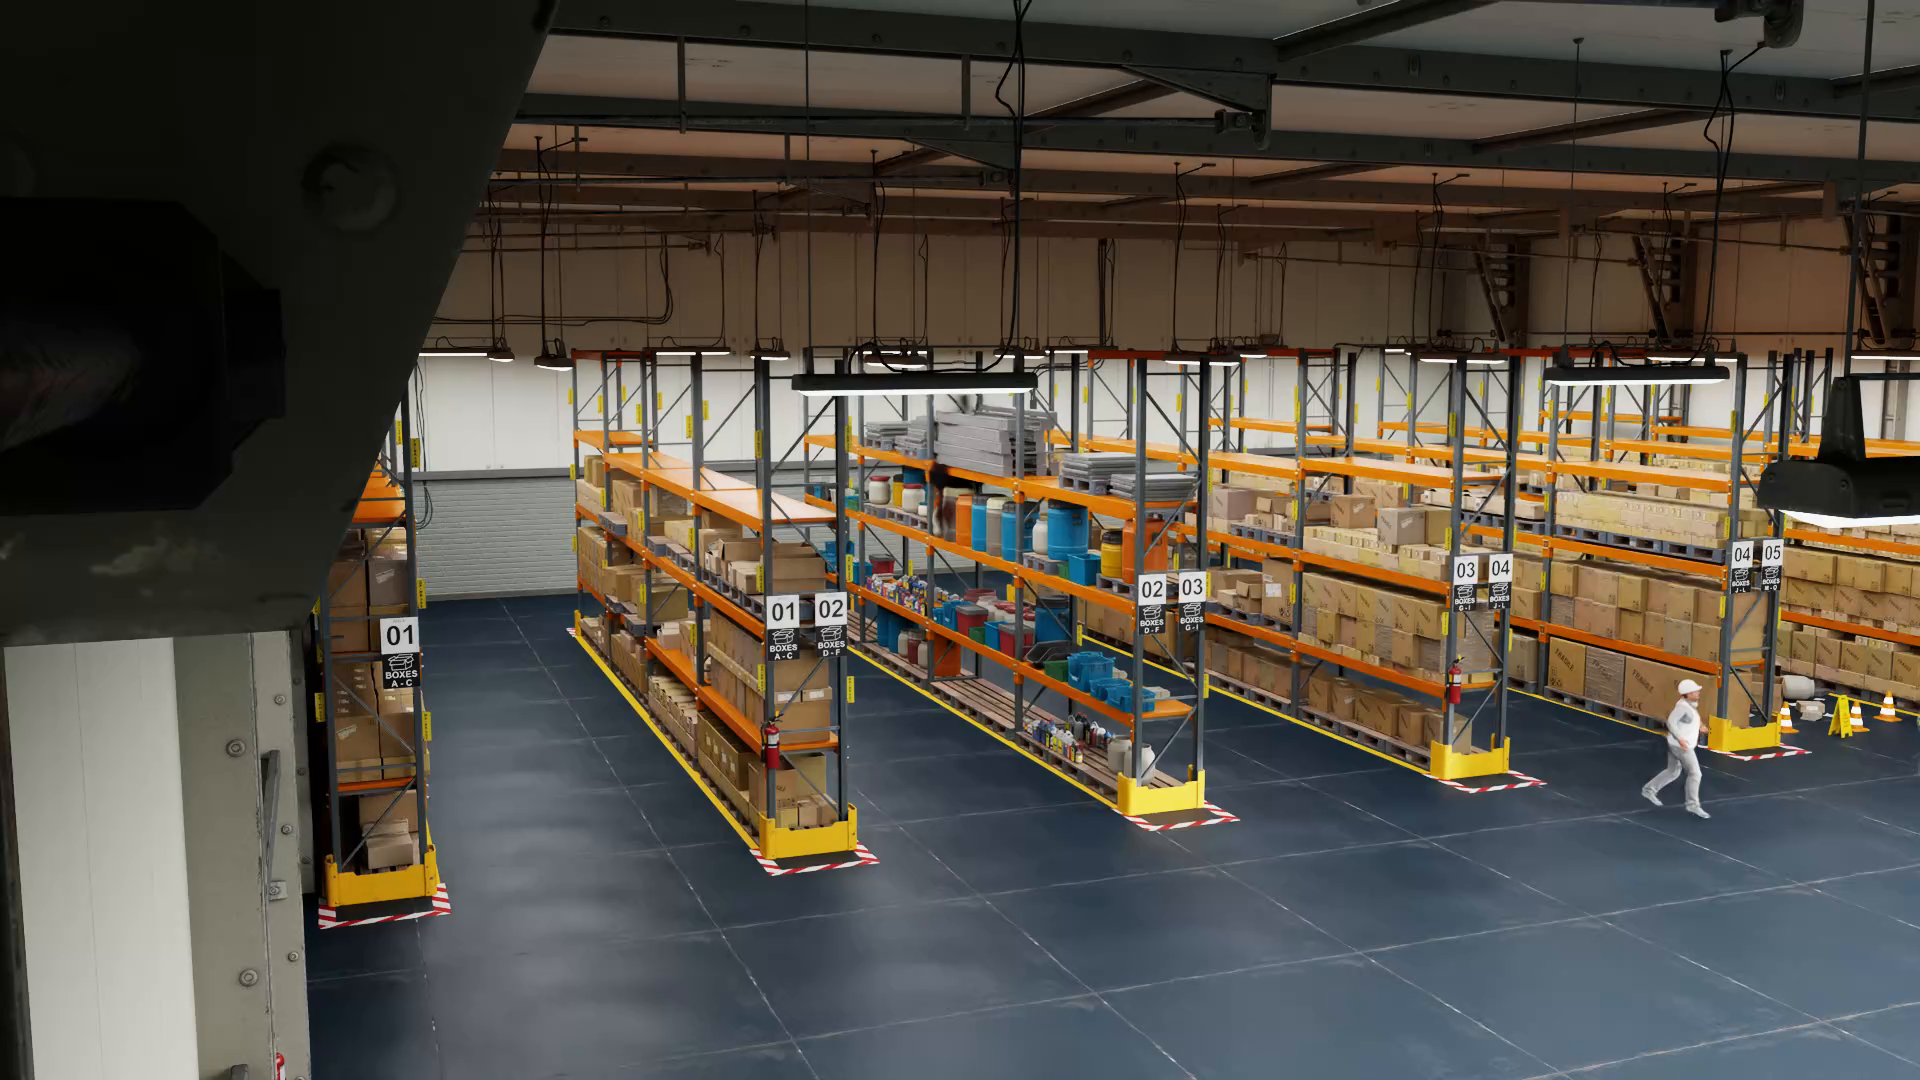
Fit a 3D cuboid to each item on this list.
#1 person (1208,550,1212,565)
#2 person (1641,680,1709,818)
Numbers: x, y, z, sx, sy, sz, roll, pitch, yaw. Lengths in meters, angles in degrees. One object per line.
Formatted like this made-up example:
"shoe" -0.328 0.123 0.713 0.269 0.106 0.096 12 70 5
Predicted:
"person" 6.105 0.368 41.381 0.593 1.699 0.609 -4 8 -31
"person" 9.480 2.722 21.964 0.836 1.810 0.656 2 7 18
